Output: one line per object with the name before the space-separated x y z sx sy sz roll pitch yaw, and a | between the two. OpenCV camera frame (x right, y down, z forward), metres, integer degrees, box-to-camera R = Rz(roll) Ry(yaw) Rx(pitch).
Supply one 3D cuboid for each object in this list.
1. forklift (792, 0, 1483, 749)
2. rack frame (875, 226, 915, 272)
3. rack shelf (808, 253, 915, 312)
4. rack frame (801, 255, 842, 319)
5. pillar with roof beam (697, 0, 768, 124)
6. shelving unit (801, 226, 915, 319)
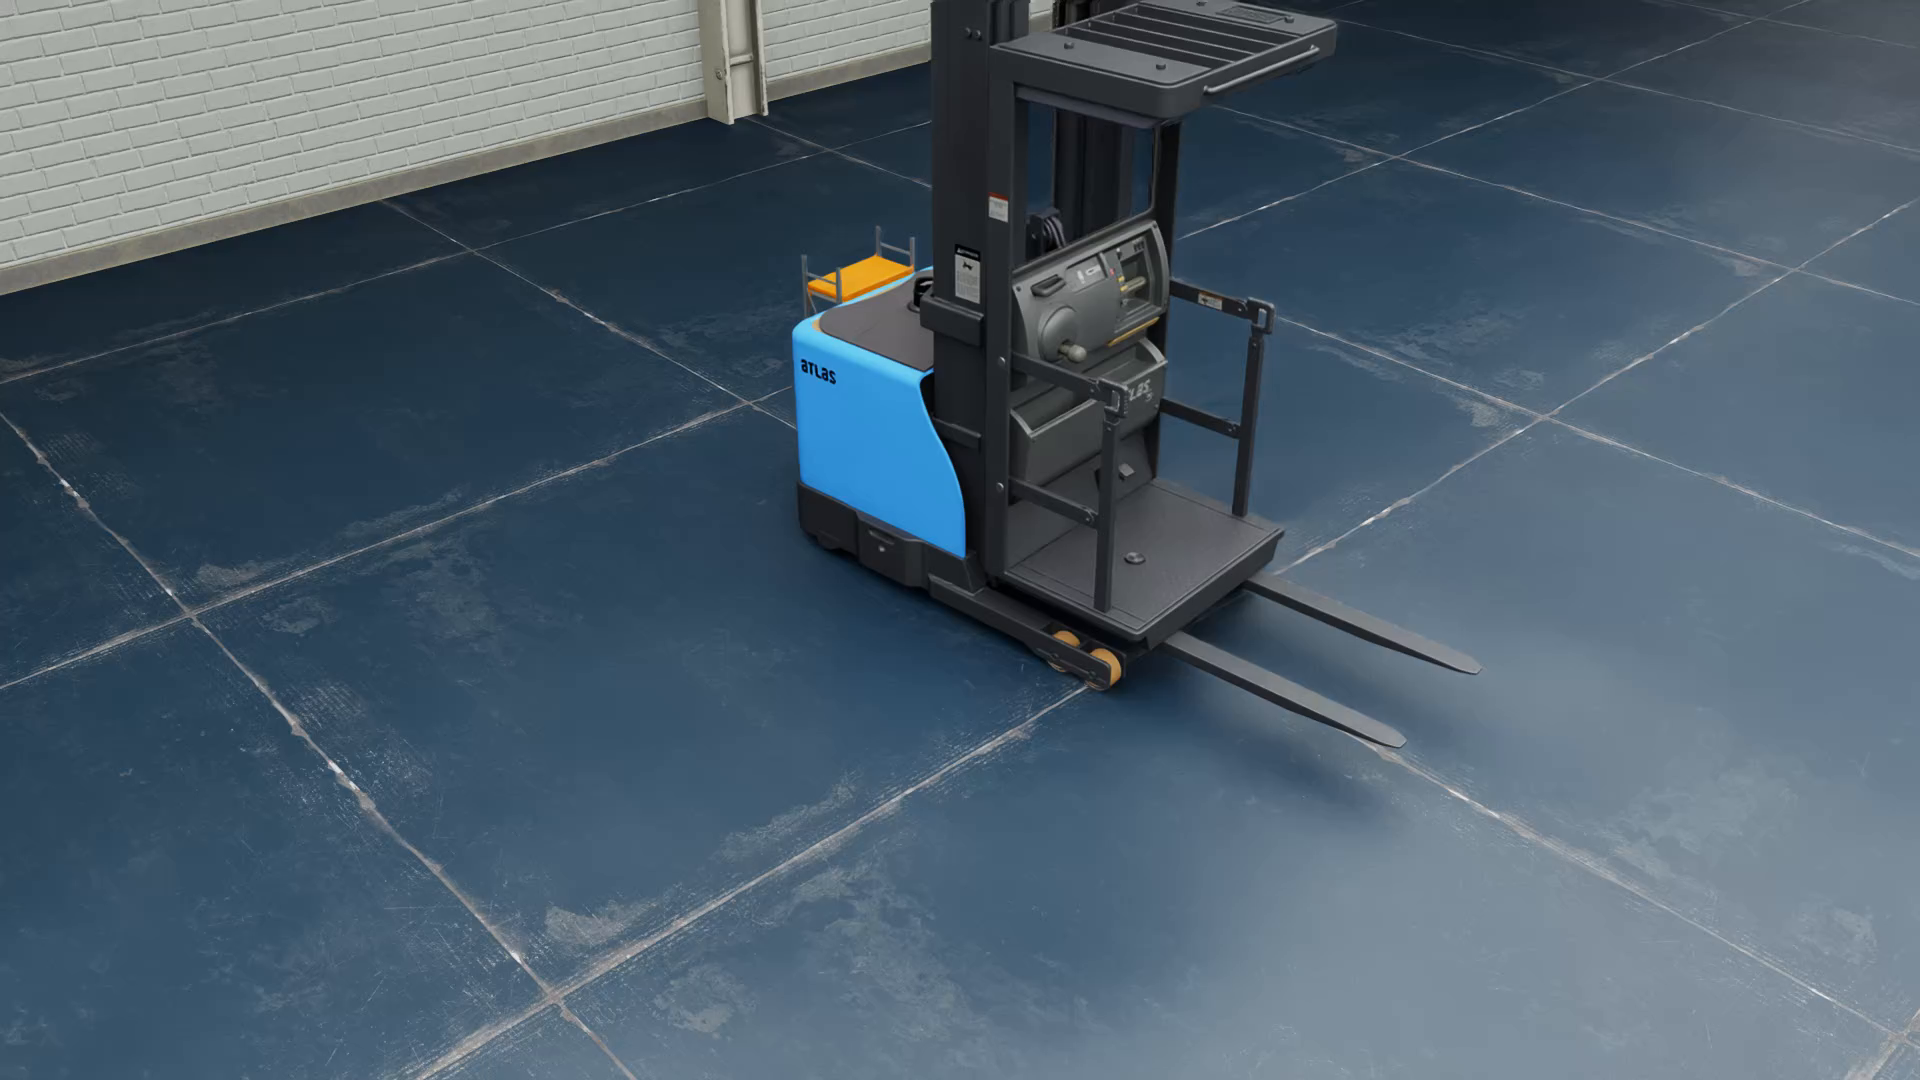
forklift | 0.691 -0.951 6.496 3.031 2.935 1.130 25 39 34
rack frame | -0.306 -0.936 8.130 0.240 1.200 0.015 25 39 34
rack shelf | -0.467 -1.175 7.768 0.258 0.148 0.480 25 39 34
rack frame | -0.628 -0.744 7.817 0.240 1.200 0.015 25 39 34
pillar with roof beam | 1.146 -5.595 8.273 0.400 9.000 9.100 -26 40 -35
shelving unit | -0.467 -0.840 7.973 0.258 1.200 0.503 25 39 34
